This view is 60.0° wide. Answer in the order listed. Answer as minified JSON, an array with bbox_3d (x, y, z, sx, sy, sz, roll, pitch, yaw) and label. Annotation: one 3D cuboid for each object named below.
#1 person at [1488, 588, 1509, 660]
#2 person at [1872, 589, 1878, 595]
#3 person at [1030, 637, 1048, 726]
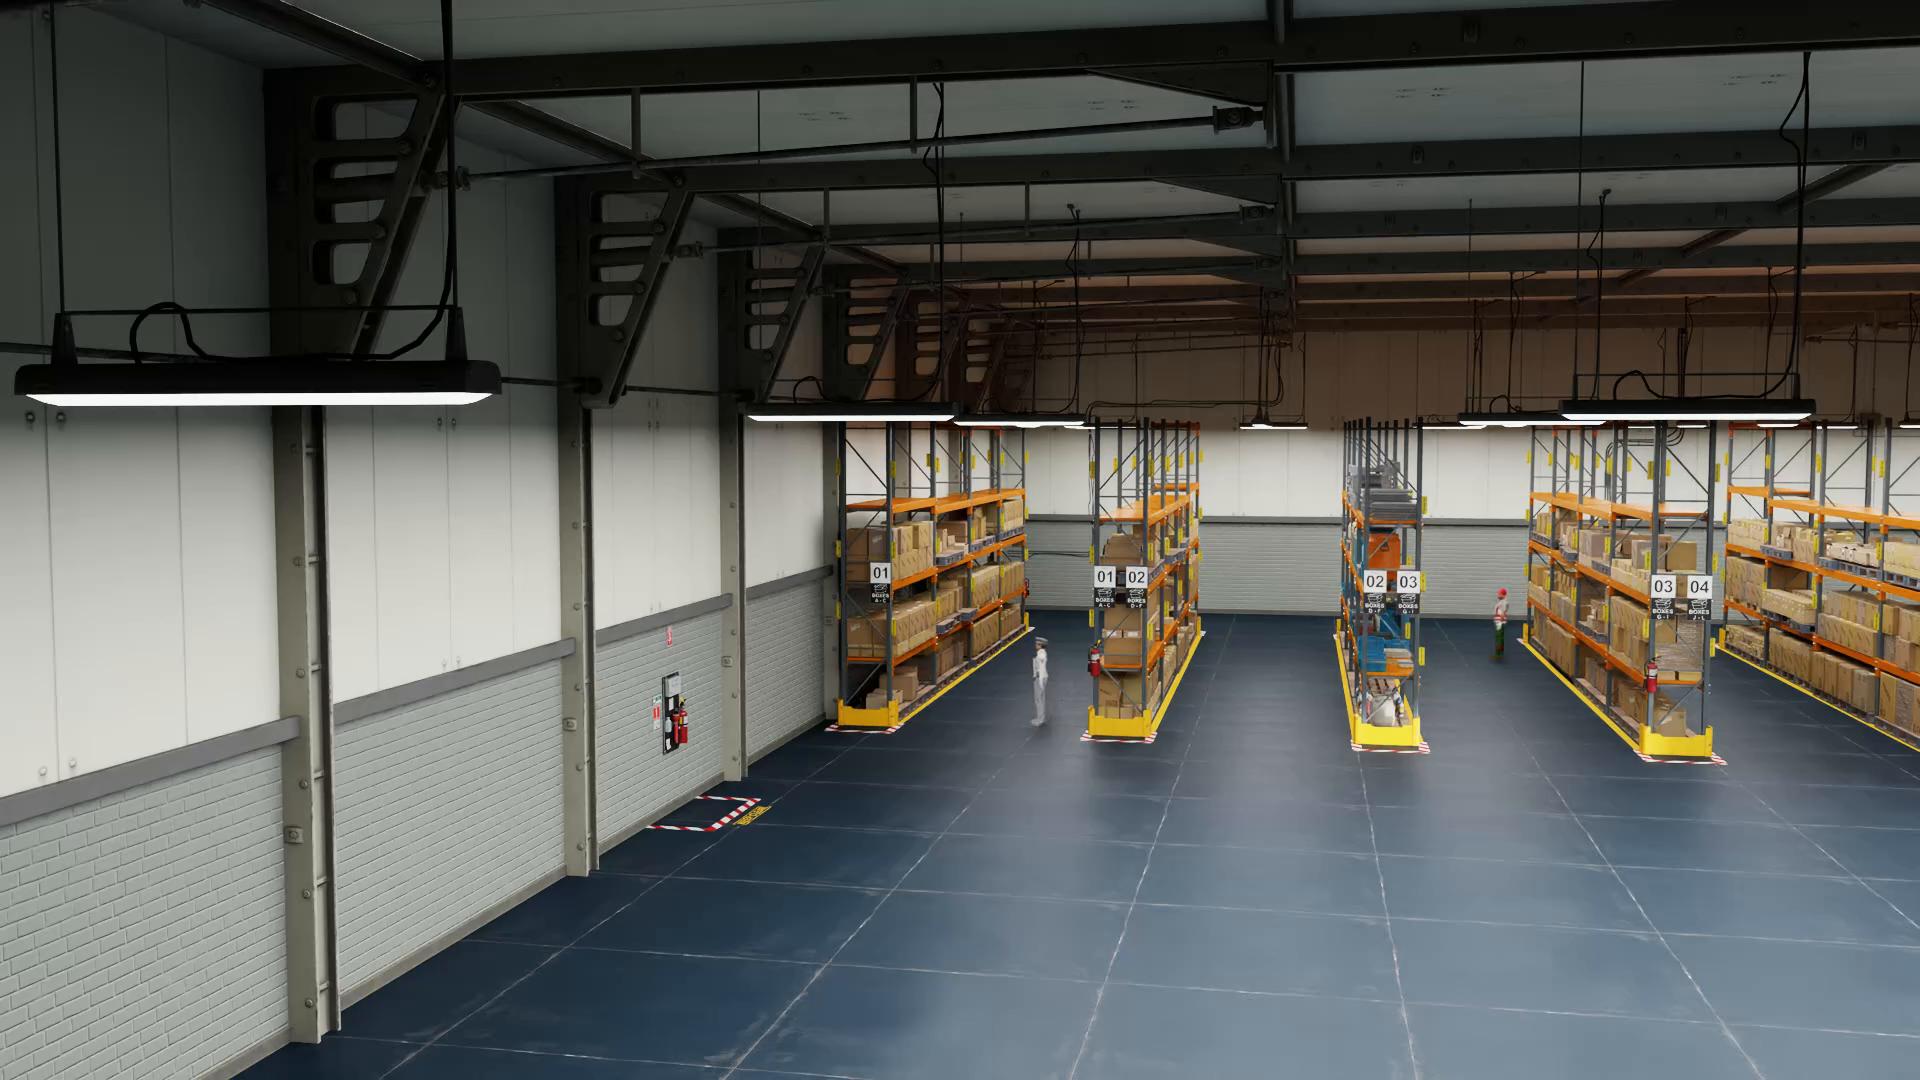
[{"bbox_3d":[13.569,2.113,41.899,0.477,1.791,0.601,1,4,21],"label":"person"},{"bbox_3d":[24.905,1.952,45.235,0.460,1.678,0.478,0,4,4],"label":"person"},{"bbox_3d":[1.565,2.774,32.677,0.342,1.719,0.577,1,4,8],"label":"person"}]
